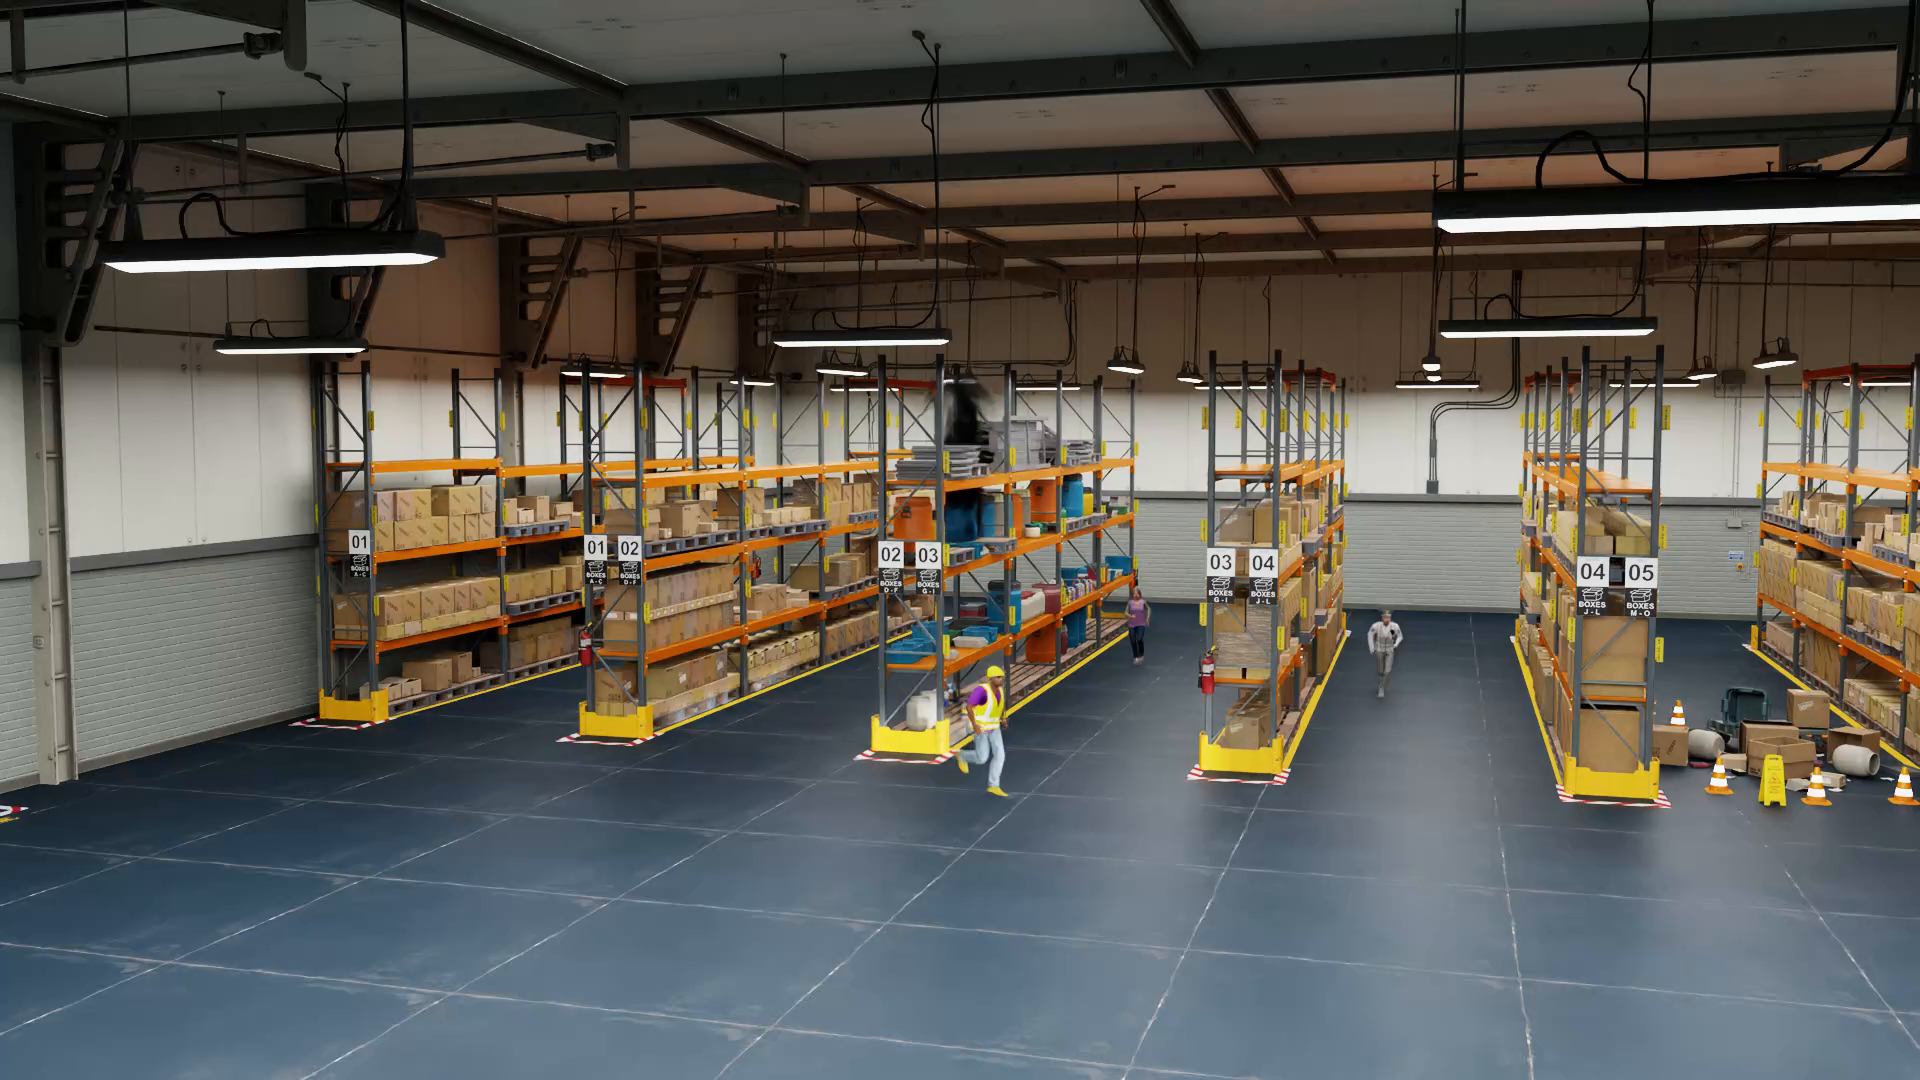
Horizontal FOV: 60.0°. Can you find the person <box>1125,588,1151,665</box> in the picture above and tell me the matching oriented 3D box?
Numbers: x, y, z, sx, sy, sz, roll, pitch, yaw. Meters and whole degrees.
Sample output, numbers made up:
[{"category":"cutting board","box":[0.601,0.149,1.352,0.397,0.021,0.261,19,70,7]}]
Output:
[{"category":"person","box":[3.622,1.771,33.983,0.511,1.570,0.636,1,4,13]}]

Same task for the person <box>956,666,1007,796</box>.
[{"category":"person","box":[0.317,2.558,22.506,0.894,1.744,0.709,4,6,45]}]

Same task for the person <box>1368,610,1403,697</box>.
[{"category":"person","box":[7.751,2.052,30.361,0.611,1.623,0.737,0,4,6]}]
